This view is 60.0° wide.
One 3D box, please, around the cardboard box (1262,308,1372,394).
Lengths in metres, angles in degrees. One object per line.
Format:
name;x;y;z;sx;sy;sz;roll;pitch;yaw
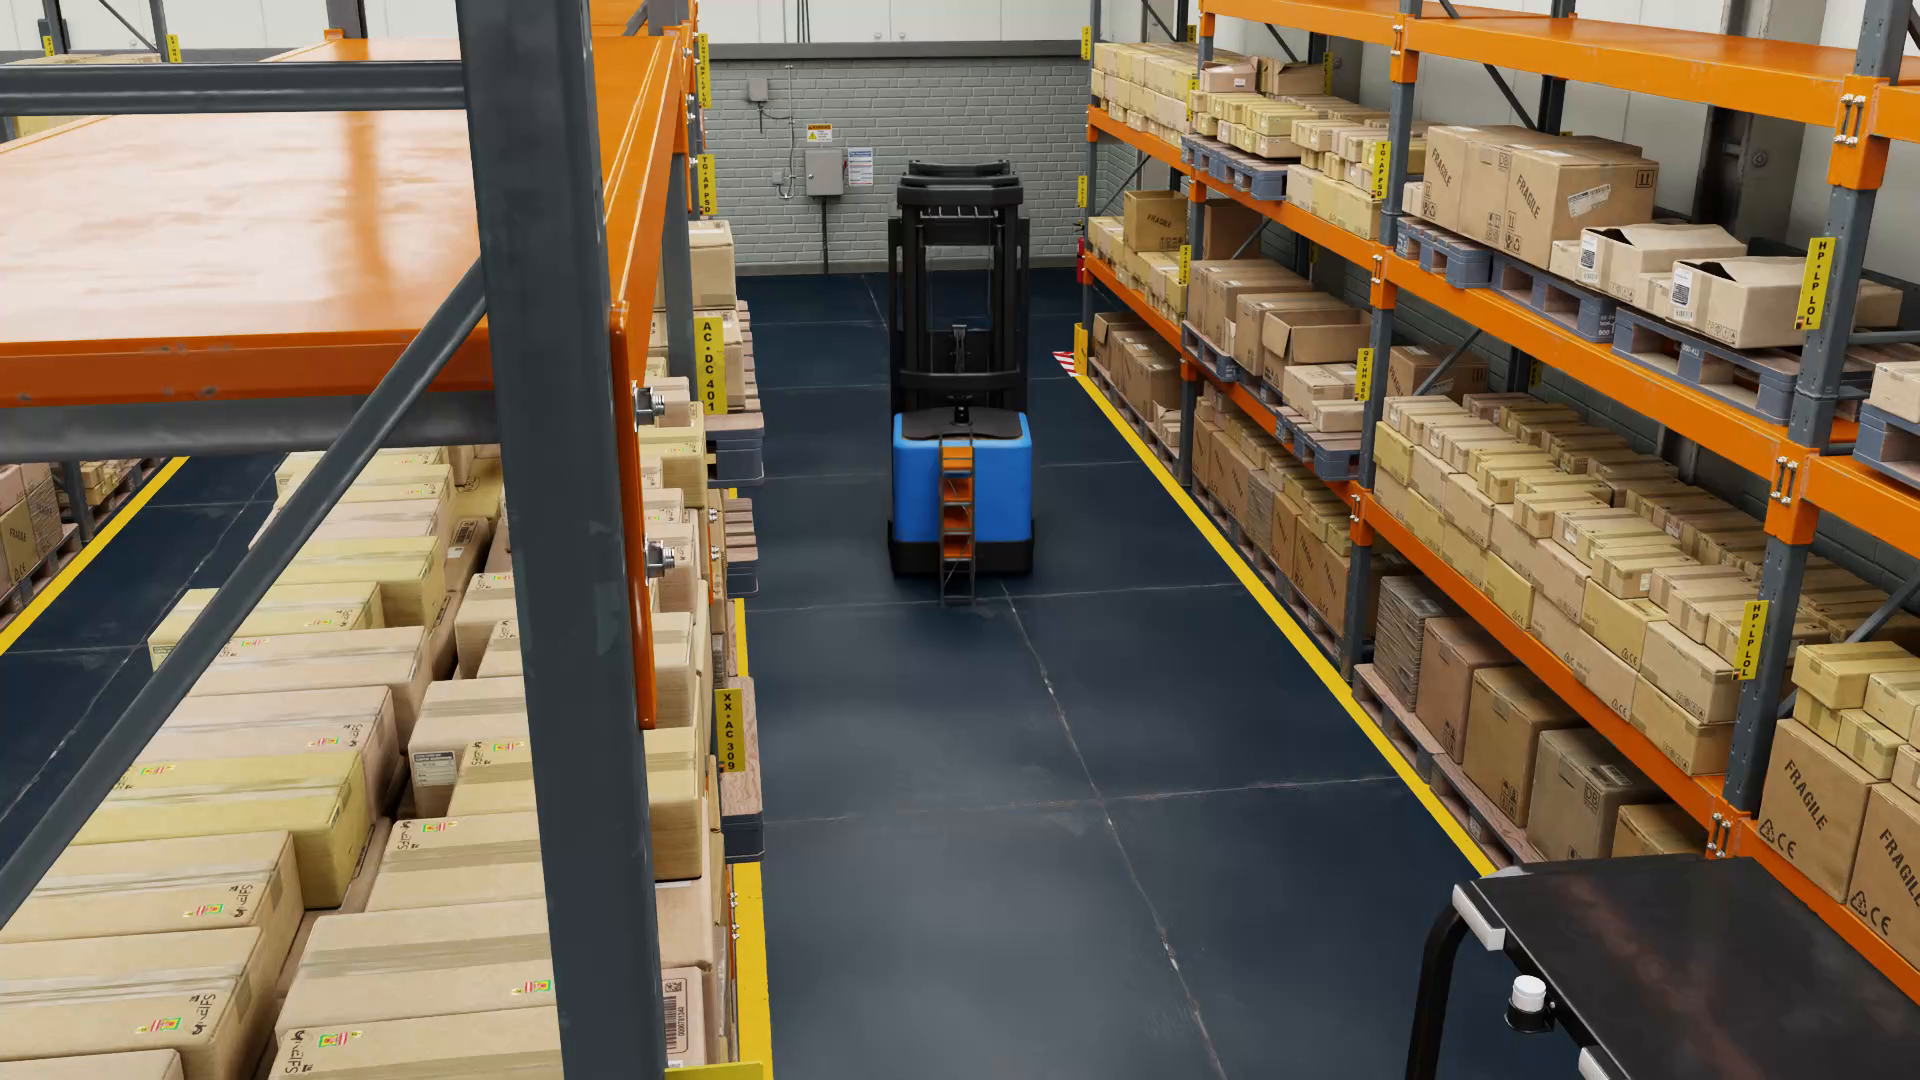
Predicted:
cardboard box;2.565;-1.326;11.733;0.797;0.503;0.637;-3;21;-9

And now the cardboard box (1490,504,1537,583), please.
cardboard box;3.033;0.008;8.408;0.500;0.250;0.500;-3;21;-7

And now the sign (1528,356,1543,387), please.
sign;3.532;-1.097;10.211;0.100;0.325;0.005;-3;21;-8

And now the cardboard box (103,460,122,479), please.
cardboard box;-7.249;-0.553;13.885;0.380;0.149;0.250;-3;21;-8

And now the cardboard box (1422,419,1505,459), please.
cardboard box;2.840;-0.571;9.388;0.380;0.149;0.250;-2;21;-6

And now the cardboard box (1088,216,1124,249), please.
cardboard box;1.629;-3.194;17.269;0.500;0.250;0.500;-3;21;-7

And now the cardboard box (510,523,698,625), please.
cardboard box;-0.772;0.081;3.645;0.380;0.149;0.250;-3;21;-7

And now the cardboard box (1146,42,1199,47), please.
cardboard box;2.170;-4.864;16.740;0.500;0.250;0.500;-3;21;-9

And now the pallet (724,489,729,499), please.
pallet;-2.319;-0.089;13.153;1.003;0.211;1.213;-3;21;-8

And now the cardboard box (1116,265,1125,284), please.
cardboard box;1.742;-2.601;16.253;0.380;0.149;0.250;-4;21;-9

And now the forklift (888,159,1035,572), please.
forklift;-0.016;-1.597;13.304;1.130;2.935;3.031;-1;20;-1

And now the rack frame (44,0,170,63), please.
rack frame;-7.965;-5.569;15.266;1.000;3.000;0.127;-3;21;-8

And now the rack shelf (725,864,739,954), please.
rack shelf;-1.640;0.756;7.934;1.077;0.370;4.000;-3;21;-8

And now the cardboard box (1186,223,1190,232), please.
cardboard box;2.232;-3.040;16.857;0.500;0.250;0.500;-3;21;-8

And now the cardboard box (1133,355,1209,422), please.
cardboard box;2.059;-1.447;15.776;0.700;0.500;0.500;-4;21;-10

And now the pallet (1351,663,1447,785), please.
pallet;3.063;1.068;10.055;1.003;0.211;1.213;-3;21;-8

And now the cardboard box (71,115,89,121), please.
cardboard box;-7.347;-3.470;13.431;0.500;0.250;0.500;-3;21;-7

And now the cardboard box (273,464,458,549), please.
cardboard box;-1.437;-0.068;4.044;0.380;0.149;0.250;-4;21;-10

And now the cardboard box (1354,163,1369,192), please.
cardboard box;2.676;-2.249;10.307;0.380;0.149;0.250;-3;21;-9

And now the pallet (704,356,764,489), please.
pallet;-1.335;-0.425;6.049;1.213;0.211;1.003;-3;21;-8

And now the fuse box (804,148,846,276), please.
fuse box;-1.818;-4.447;22.676;0.539;1.711;0.414;-3;21;-8

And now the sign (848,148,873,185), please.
sign;-1.359;-5.102;22.726;0.329;0.494;0.001;-3;21;-8

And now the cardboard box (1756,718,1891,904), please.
cardboard box;3.365;0.979;6.164;0.500;0.500;0.500;-3;21;-9

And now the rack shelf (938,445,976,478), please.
rack shelf;-0.022;-0.532;11.801;0.258;0.148;0.480;-1;20;-1

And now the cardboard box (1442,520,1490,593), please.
cardboard box;2.954;0.063;8.974;0.500;0.250;0.500;-4;21;-10

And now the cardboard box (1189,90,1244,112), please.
cardboard box;2.016;-3.455;13.084;0.380;0.149;0.250;-2;21;-6

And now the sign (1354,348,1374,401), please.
sign;2.447;-1.000;10.065;0.100;0.325;0.005;-3;21;-8

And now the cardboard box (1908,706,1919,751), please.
cardboard box;3.485;0.669;5.644;0.380;0.149;0.250;-3;21;-9

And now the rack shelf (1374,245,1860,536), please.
rack shelf;3.271;-0.901;8.083;1.077;0.370;4.000;-3;21;-8

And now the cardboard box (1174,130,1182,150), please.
cardboard box;2.030;-3.392;14.084;0.380;0.149;0.250;-3;21;-8

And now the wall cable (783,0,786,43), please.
wall cable;-3.436;-7.846;21.363;2.355;3.000;0.029;-3;21;-8

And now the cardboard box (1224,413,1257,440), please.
cardboard box;2.360;-0.922;13.443;0.380;0.149;0.250;-4;21;-11

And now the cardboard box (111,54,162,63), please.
cardboard box;-7.627;-4.415;15.392;0.380;0.149;0.250;-3;21;-8

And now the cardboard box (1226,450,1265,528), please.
cardboard box;2.408;-0.400;12.974;0.500;0.500;0.500;-4;21;-9

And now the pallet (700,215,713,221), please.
pallet;-2.074;-1.811;9.760;1.213;0.211;1.003;-2;21;-5

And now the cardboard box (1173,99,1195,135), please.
cardboard box;2.089;-3.539;13.907;0.500;0.250;0.500;-3;21;-8

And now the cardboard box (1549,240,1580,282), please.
cardboard box;2.989;-1.304;7.749;0.380;0.149;0.250;-3;21;-8

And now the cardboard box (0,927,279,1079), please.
cardboard box;-1.115;0.642;2.144;0.380;0.149;0.250;-3;21;-7

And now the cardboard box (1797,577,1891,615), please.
cardboard box;3.735;0.281;7.107;0.380;0.149;0.250;-4;21;-10

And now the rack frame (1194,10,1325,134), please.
rack frame;2.406;-4.721;12.994;1.000;3.000;0.127;-3;21;-8

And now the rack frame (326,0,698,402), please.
rack frame;-1.352;-1.699;4.905;1.000;3.000;0.127;-3;21;-8

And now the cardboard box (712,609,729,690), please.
cardboard box;-1.135;0.551;6.284;0.500;0.500;0.500;-2;21;-6

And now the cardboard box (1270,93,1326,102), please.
cardboard box;2.624;-3.395;12.923;0.380;0.149;0.250;-3;21;-7

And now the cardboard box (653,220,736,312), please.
cardboard box;-1.121;-1.049;6.351;0.500;0.250;0.500;-3;21;-9

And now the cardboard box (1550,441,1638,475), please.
cardboard box;3.421;-0.420;8.984;0.380;0.149;0.250;-3;21;-8

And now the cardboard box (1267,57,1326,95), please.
cardboard box;2.589;-3.583;12.833;0.396;0.266;0.258;-3;21;-8

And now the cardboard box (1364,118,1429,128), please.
cardboard box;2.961;-2.764;11.260;0.380;0.149;0.250;-3;21;-8

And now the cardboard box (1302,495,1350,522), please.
cardboard box;2.597;-0.200;11.509;0.380;0.149;0.250;-4;21;-10

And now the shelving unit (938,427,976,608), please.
shelving unit;-0.022;-0.163;11.939;0.258;1.200;0.503;-1;20;-1

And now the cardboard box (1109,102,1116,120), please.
cardboard box;1.664;-4.190;16.220;0.380;0.149;0.250;-2;21;-7

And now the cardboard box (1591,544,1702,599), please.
cardboard box;3.083;0.141;7.480;0.380;0.149;0.250;-4;21;-9

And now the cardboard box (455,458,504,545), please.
cardboard box;-1.476;-0.019;4.482;0.500;0.250;0.500;-3;21;-8

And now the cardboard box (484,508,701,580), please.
cardboard box;-0.889;0.128;4.088;0.500;0.250;0.500;-3;21;-9
